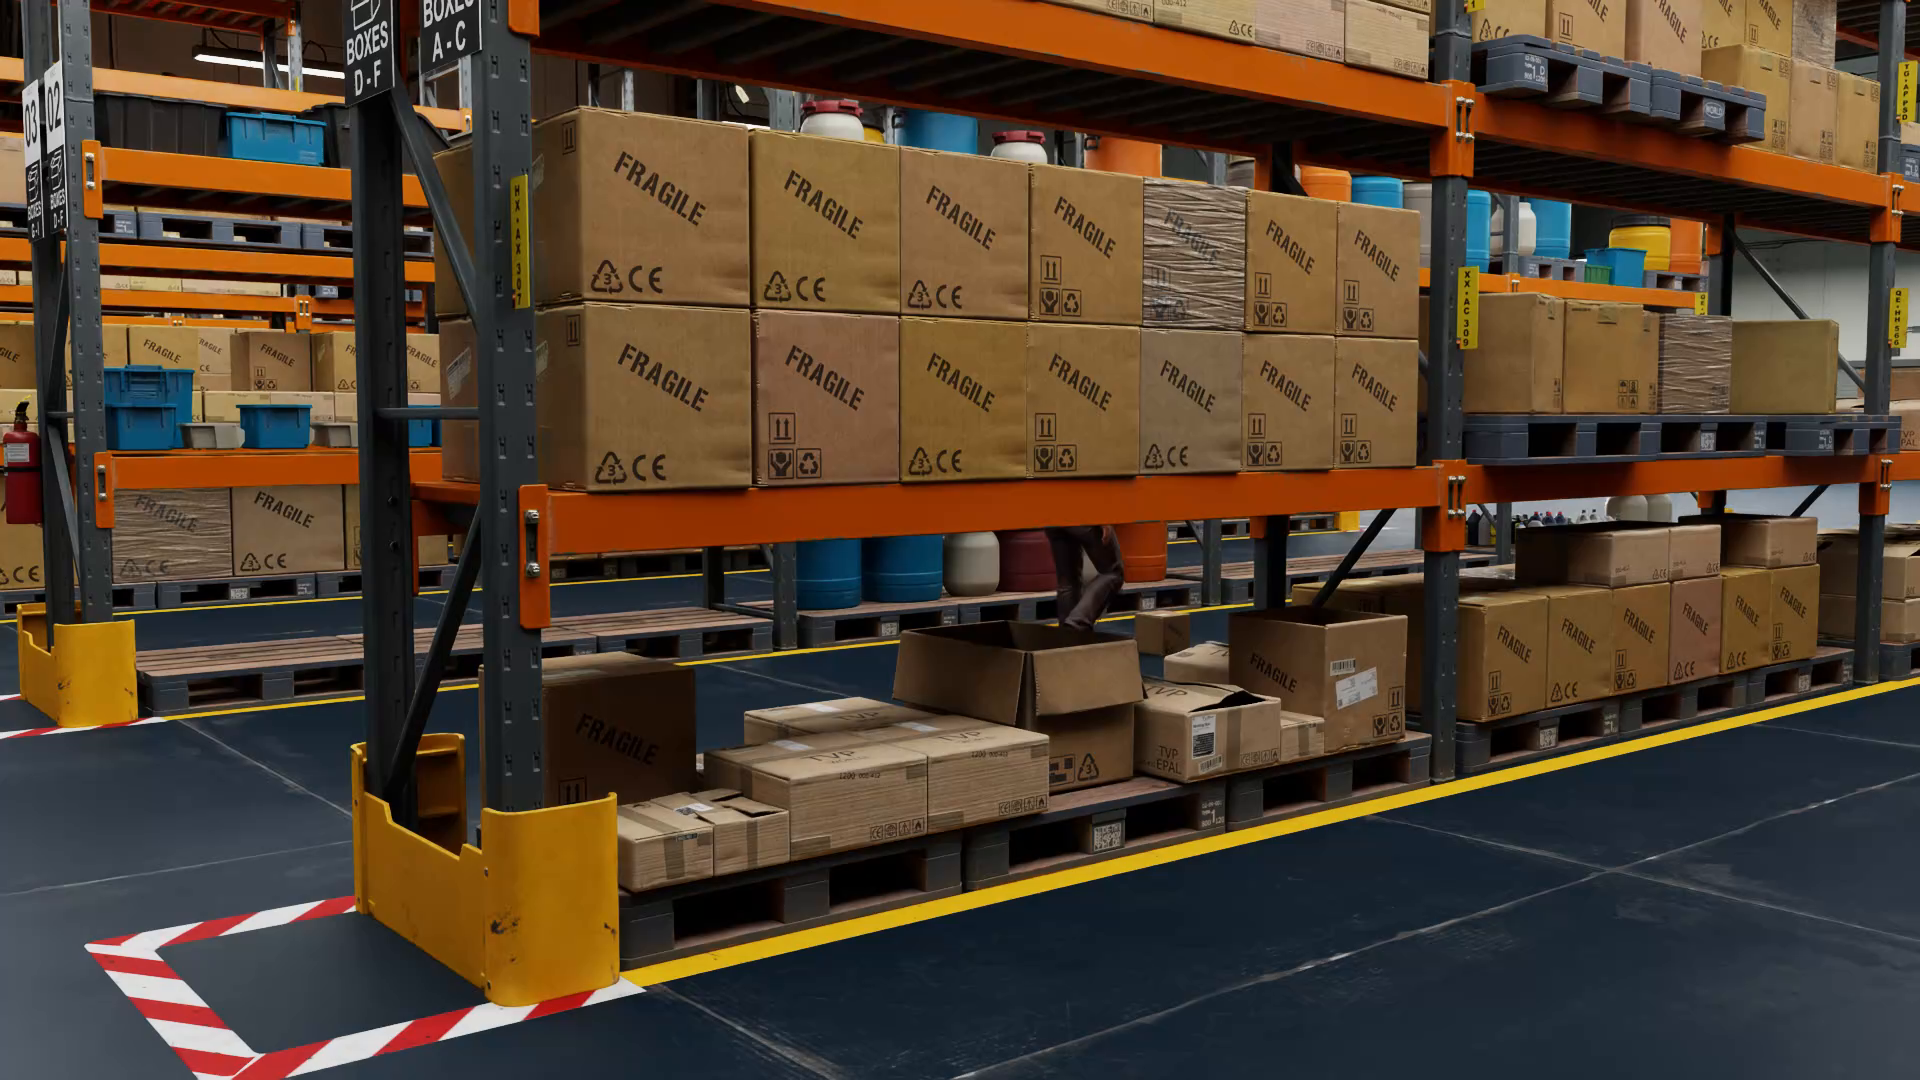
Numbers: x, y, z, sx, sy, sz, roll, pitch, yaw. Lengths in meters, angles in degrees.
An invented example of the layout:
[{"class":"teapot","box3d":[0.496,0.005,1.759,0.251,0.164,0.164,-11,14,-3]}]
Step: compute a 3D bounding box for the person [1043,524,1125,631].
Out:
[{"class":"person","box3d":[0.723,-0.131,10.075,0.534,1.720,0.577,-4,6,-44]}]
